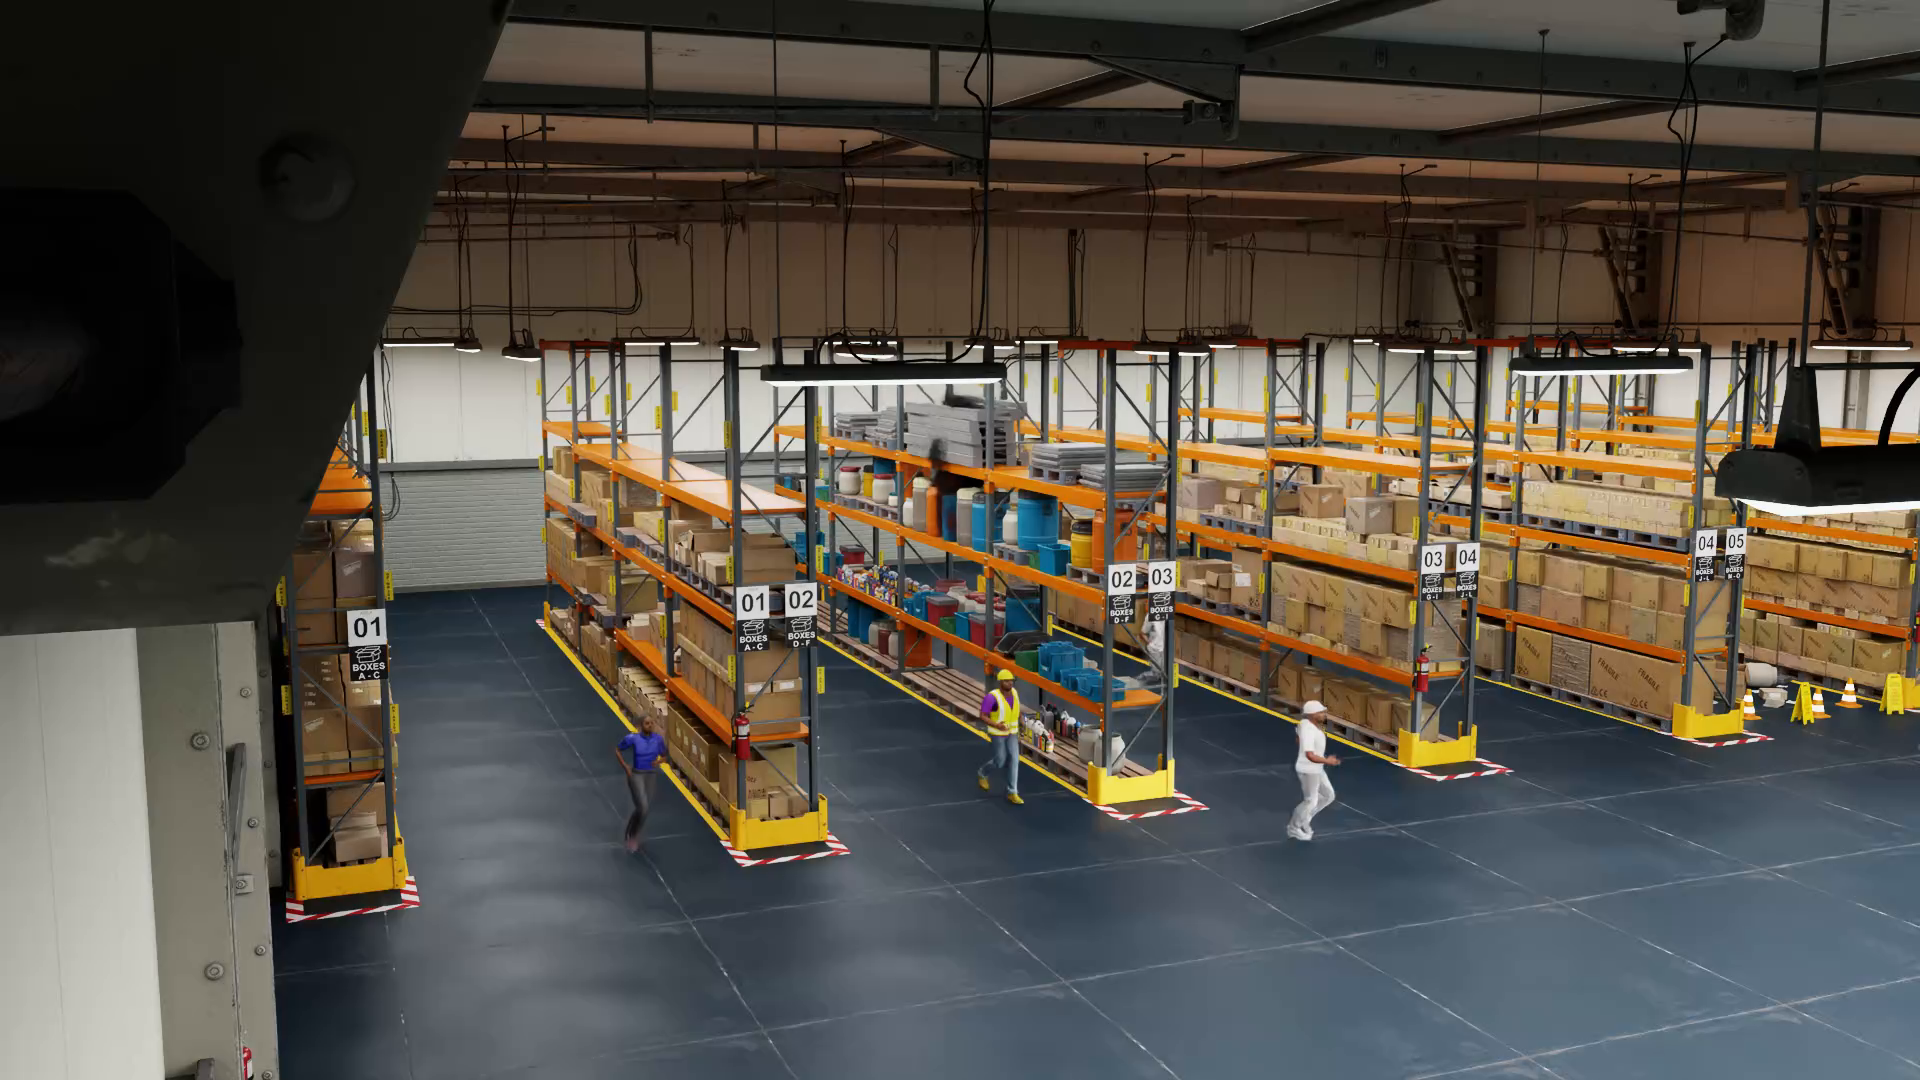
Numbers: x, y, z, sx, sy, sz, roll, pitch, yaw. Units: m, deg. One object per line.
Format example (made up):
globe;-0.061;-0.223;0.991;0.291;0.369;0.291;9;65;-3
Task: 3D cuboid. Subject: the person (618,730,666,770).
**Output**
person;-3.834;2.542;20.141;0.532;0.506;0.389;-6;10;-40

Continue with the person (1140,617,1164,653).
person;3.363;1.432;27.763;0.679;0.889;0.498;-4;9;-30

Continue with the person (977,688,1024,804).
person;0.548;2.715;22.204;0.432;1.510;0.849;-6;10;-41

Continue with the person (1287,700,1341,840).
person;4.363;2.820;20.412;0.639;1.746;0.729;2;8;18
